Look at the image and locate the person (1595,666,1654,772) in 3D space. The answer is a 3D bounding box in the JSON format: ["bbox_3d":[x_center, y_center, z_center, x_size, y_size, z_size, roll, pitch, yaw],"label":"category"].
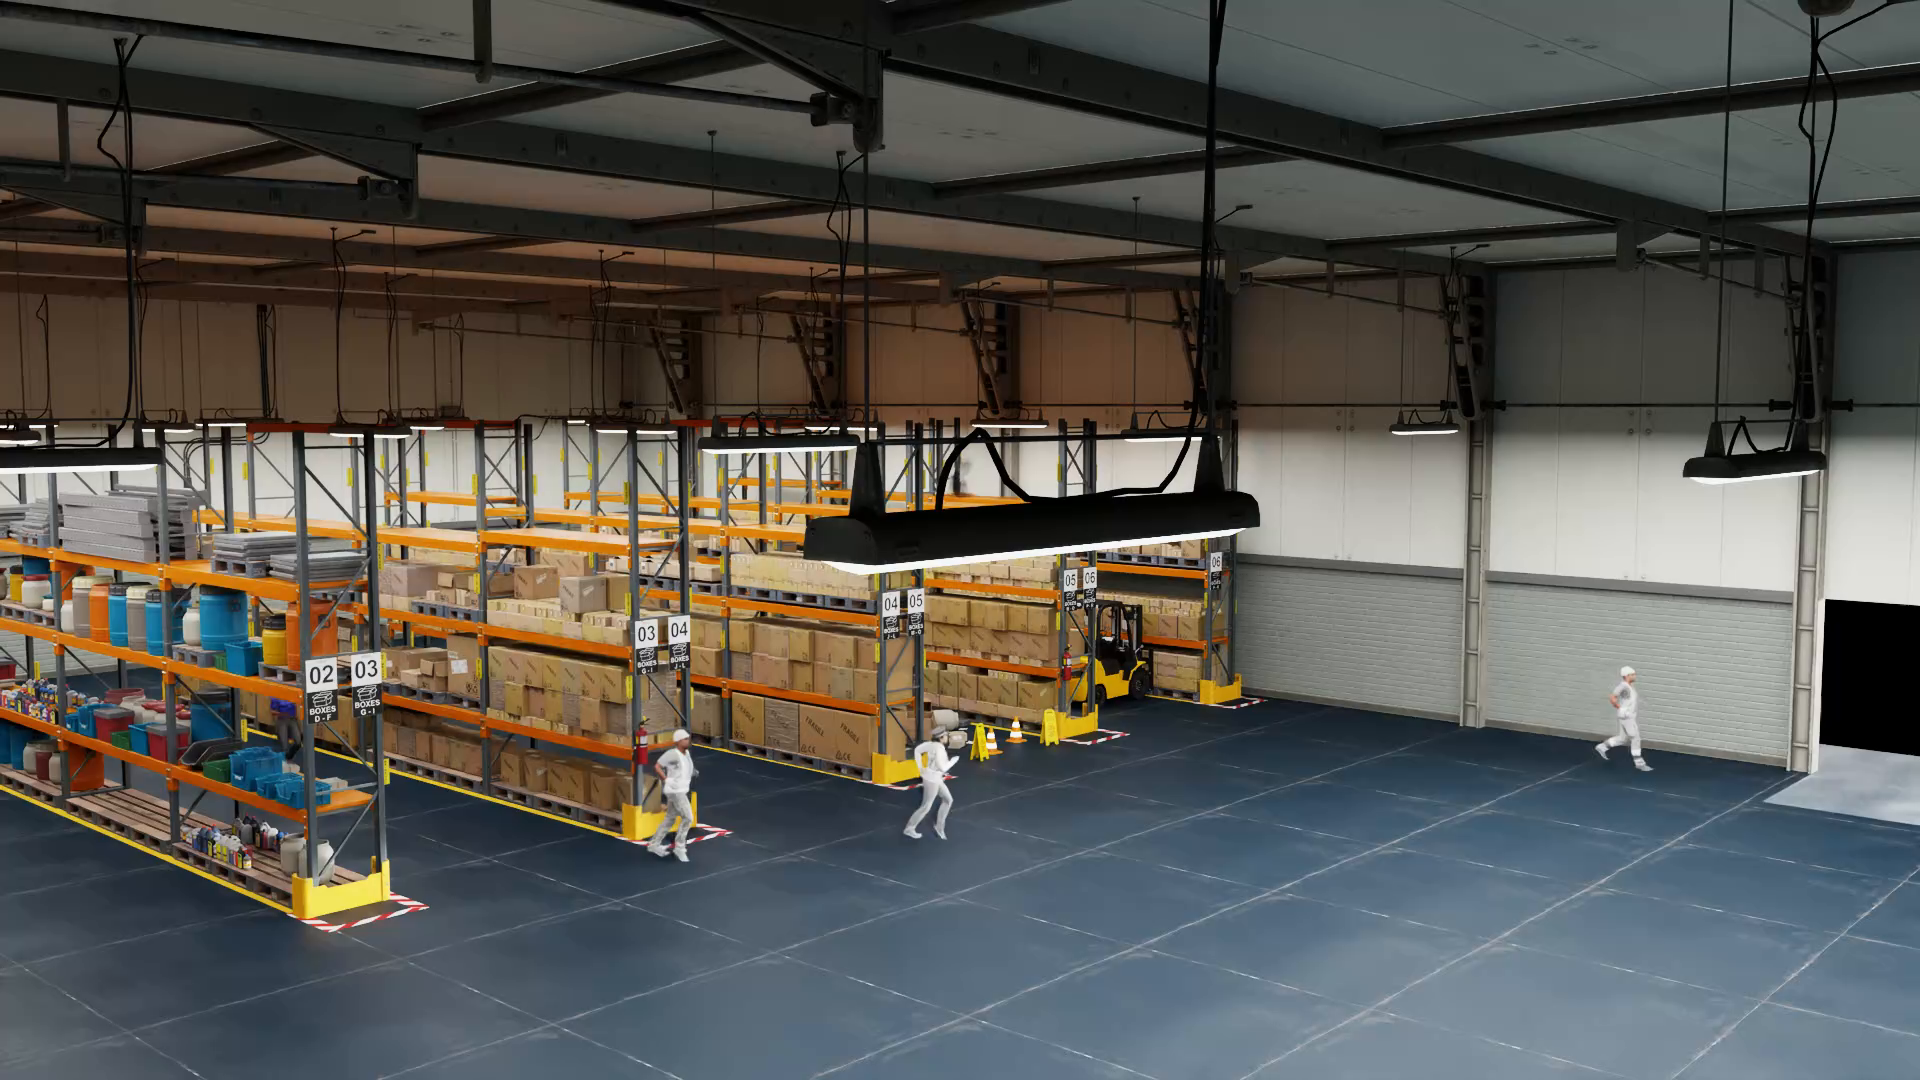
[{"bbox_3d":[11.532,3.081,28.823,0.983,1.792,0.656,2,5,27],"label":"person"}]

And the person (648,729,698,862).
[{"bbox_3d":[-4.001,3.570,23.268,0.702,1.847,0.672,0,5,3],"label":"person"}]

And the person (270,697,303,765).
[{"bbox_3d":[-11.556,3.175,28.616,0.572,1.618,0.563,4,6,42],"label":"person"}]

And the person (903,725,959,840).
[{"bbox_3d":[-0.422,3.538,24.058,0.816,1.721,0.588,-1,5,-8],"label":"person"}]
